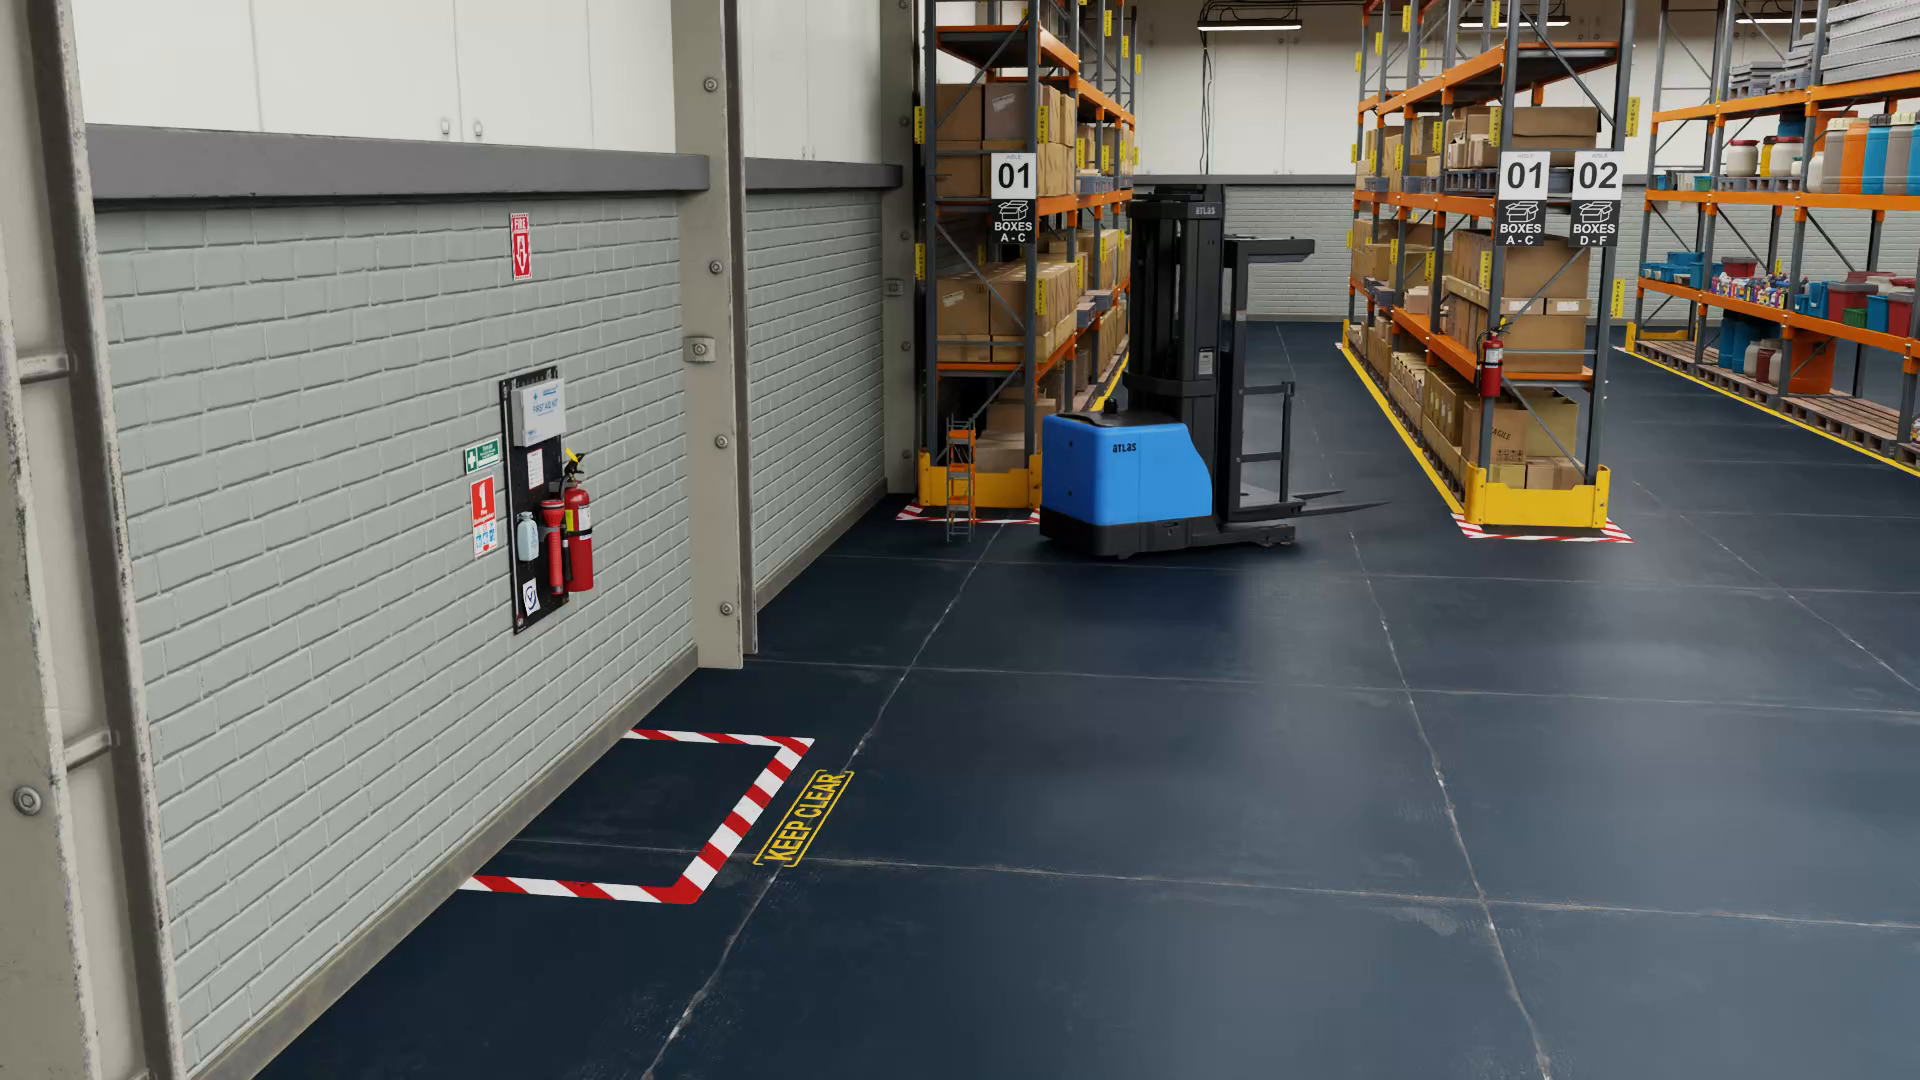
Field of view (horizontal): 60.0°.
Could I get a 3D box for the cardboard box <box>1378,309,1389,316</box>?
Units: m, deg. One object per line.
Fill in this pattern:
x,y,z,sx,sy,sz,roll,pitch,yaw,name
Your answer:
7.706,-3.832,29.545,0.500,0.500,0.500,2,12,9,cardboard box

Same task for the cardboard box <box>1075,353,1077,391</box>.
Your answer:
1.167,-2.193,21.937,0.700,0.500,0.500,2,12,9,cardboard box

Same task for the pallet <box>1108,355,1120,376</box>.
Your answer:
1.992,-2.761,26.305,1.003,0.211,1.213,2,12,9,pallet

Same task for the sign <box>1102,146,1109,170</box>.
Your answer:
1.956,-5.156,22.450,0.100,0.325,0.005,2,12,9,sign

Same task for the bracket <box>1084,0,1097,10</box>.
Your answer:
2.498,-10.305,31.904,0.235,0.232,0.430,2,12,9,bracket

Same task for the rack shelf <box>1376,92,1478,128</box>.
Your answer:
6.624,-6.097,23.580,1.077,0.370,4.000,2,12,9,rack shelf

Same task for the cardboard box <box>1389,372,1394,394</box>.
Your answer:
5.945,-2.057,21.946,0.500,0.250,0.500,2,12,8,cardboard box

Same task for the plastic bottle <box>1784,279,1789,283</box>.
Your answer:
11.950,-3.632,24.022,0.152,0.276,0.135,2,12,9,plastic bottle

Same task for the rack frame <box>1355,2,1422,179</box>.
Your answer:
7.546,-7.893,29.258,1.000,3.000,0.127,2,12,9,rack frame

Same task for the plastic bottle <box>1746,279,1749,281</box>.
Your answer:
11.385,-3.624,23.984,0.152,0.276,0.135,2,12,9,plastic bottle

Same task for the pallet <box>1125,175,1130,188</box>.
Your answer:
2.362,-6.134,28.425,1.003,0.211,1.213,2,12,9,pallet

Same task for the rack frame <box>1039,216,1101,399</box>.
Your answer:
1.421,-3.455,22.904,1.000,3.000,0.127,2,12,9,rack frame

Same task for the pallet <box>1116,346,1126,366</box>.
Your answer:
2.230,-3.080,27.784,1.003,0.211,1.213,2,12,9,pallet

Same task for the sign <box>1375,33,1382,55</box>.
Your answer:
6.398,-7.577,25.387,0.100,0.325,0.005,2,12,9,sign

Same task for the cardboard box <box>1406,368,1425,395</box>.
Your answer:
5.633,-1.904,19.905,0.500,0.311,0.500,2,12,8,cardboard box

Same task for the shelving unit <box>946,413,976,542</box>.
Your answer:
0.008,-0.524,13.934,0.215,1.050,0.252,2,12,9,shelving unit

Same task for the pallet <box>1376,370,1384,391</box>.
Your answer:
6.658,-2.339,24.347,1.003,0.211,1.213,2,12,9,pallet

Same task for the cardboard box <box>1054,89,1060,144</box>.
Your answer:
0.684,-4.085,16.052,0.500,0.500,0.500,2,12,10,cardboard box

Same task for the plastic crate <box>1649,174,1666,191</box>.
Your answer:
12.106,-6.130,28.510,0.497,0.269,0.590,2,12,9,plastic crate

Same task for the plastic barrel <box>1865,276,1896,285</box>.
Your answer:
11.263,-2.967,20.377,0.421,0.512,0.421,0,12,0,plastic barrel

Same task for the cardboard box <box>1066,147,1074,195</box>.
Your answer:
0.972,-4.033,18.184,0.500,0.500,0.500,2,12,10,cardboard box

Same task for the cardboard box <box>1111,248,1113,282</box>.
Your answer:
2.060,-4.176,25.262,0.500,0.500,0.500,2,12,9,cardboard box

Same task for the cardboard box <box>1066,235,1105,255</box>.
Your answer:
1.750,-4.118,23.208,0.500,0.250,0.500,2,12,10,cardboard box

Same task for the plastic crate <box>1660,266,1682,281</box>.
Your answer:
11.874,-4.432,27.692,0.416,0.233,0.300,2,12,9,plastic crate

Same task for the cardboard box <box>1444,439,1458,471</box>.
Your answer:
5.016,-0.821,16.211,0.500,0.250,0.500,2,12,9,cardboard box

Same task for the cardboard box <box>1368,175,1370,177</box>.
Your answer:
6.830,-5.734,26.717,0.500,0.250,0.500,2,12,9,cardboard box

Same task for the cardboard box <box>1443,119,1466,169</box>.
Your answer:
5.363,-4.155,17.467,0.500,0.500,0.500,3,13,13,cardboard box

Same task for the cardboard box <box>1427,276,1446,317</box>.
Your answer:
6.074,-2.994,20.529,0.500,0.500,0.500,1,12,6,cardboard box

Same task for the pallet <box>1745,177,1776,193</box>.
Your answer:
11.629,-4.938,23.114,1.003,0.211,1.213,2,12,9,pallet

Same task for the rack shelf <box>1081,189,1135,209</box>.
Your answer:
2.343,-5.818,28.459,1.077,0.370,4.000,2,12,9,rack shelf

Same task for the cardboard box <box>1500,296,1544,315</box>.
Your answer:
4.956,-2.081,14.754,0.380,0.149,0.250,2,12,8,cardboard box

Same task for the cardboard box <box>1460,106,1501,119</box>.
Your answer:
5.835,-4.554,18.465,0.500,0.500,0.500,2,12,9,cardboard box

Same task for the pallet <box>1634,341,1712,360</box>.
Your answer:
12.275,-3.266,28.645,1.003,0.211,1.213,2,12,9,pallet

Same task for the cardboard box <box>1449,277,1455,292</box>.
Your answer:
5.430,-2.726,17.747,0.380,0.149,0.250,2,12,9,cardboard box

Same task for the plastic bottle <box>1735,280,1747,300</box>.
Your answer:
11.199,-3.581,23.783,0.152,0.276,0.135,2,12,9,plastic bottle

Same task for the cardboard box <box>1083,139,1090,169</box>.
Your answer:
1.437,-5.286,22.999,0.700,0.500,0.500,1,12,4,cardboard box

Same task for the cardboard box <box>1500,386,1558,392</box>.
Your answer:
5.621,-1.274,16.535,0.500,0.500,0.500,2,12,9,cardboard box

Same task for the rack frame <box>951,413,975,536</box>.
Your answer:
0.027,-0.550,14.052,0.200,1.050,0.008,2,12,9,rack frame

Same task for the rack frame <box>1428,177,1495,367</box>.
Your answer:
5.701,-2.462,18.299,1.000,3.000,0.127,2,12,9,rack frame

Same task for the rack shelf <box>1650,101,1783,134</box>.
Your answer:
12.133,-6.768,26.696,1.077,0.370,4.000,2,12,9,rack shelf

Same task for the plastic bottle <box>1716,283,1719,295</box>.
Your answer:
11.327,-3.754,24.766,0.097,0.201,0.097,0,12,0,plastic bottle

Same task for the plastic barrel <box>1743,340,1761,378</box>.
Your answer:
11.440,-2.581,23.757,0.421,0.512,0.421,0,12,0,plastic barrel

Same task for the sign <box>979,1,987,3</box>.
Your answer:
0.256,-6.106,18.371,0.100,0.325,0.005,2,12,9,sign

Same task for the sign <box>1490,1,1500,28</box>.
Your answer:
6.865,-6.744,21.336,0.100,0.325,0.005,2,12,9,sign

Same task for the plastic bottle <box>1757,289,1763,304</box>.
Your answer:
11.027,-3.348,22.880,0.097,0.201,0.097,0,12,0,plastic bottle

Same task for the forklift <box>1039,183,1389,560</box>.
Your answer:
2.221,-1.466,13.840,3.031,2.935,1.130,-6,13,-25,forklift

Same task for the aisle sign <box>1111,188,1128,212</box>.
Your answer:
2.958,-6.396,30.382,0.394,0.787,0.004,2,12,9,aisle sign

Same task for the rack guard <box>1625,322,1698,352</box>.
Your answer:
12.431,-3.583,29.430,1.175,0.500,0.348,2,12,9,rack guard

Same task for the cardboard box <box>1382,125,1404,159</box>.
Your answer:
6.968,-6.234,26.070,0.700,0.500,0.500,2,12,9,cardboard box

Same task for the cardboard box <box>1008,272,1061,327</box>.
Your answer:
0.732,-2.392,16.501,0.500,0.500,0.500,1,12,7,cardboard box

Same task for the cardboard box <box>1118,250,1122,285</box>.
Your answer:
2.135,-4.546,27.257,0.980,0.700,0.700,2,12,10,cardboard box

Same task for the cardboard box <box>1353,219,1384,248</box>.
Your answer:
7.218,-5.414,29.385,0.500,0.500,0.500,2,12,10,cardboard box

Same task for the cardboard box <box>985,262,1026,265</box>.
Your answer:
0.527,-2.834,18.552,0.500,0.500,0.500,2,12,7,cardboard box
